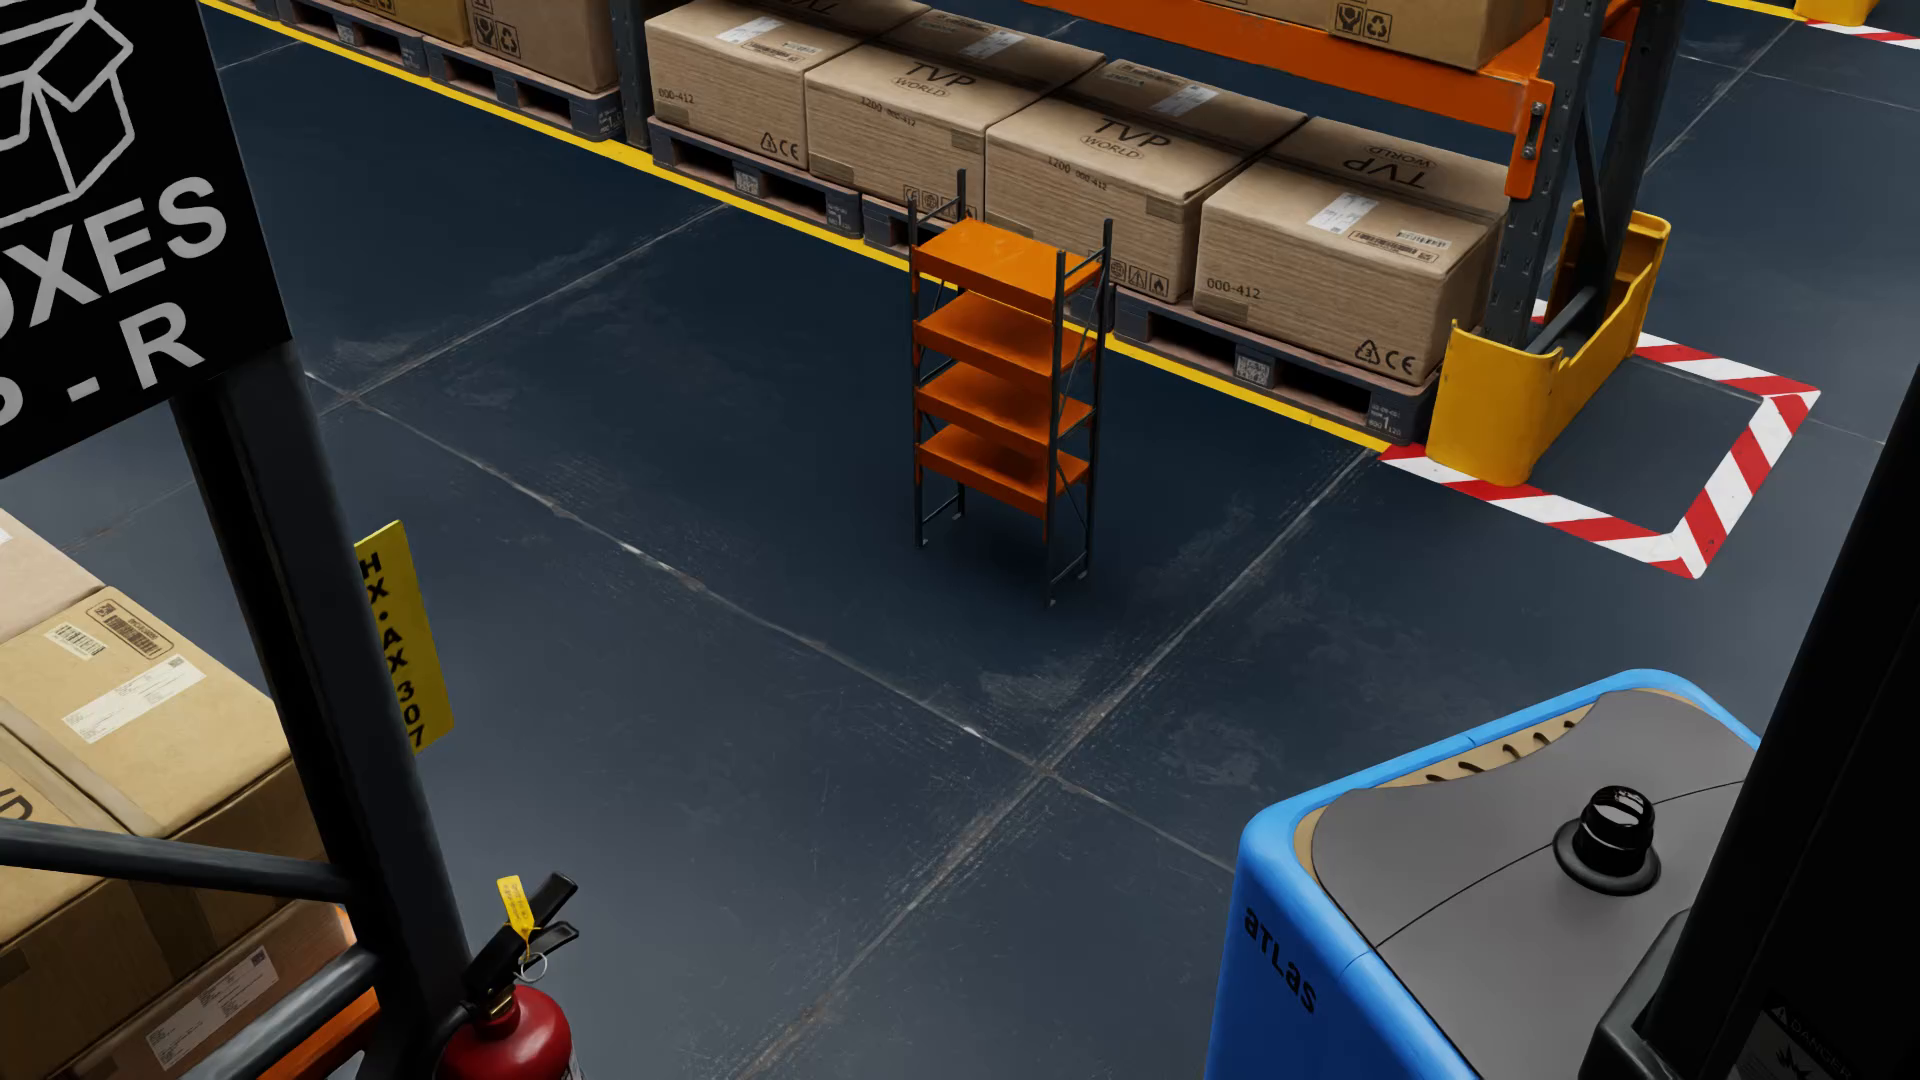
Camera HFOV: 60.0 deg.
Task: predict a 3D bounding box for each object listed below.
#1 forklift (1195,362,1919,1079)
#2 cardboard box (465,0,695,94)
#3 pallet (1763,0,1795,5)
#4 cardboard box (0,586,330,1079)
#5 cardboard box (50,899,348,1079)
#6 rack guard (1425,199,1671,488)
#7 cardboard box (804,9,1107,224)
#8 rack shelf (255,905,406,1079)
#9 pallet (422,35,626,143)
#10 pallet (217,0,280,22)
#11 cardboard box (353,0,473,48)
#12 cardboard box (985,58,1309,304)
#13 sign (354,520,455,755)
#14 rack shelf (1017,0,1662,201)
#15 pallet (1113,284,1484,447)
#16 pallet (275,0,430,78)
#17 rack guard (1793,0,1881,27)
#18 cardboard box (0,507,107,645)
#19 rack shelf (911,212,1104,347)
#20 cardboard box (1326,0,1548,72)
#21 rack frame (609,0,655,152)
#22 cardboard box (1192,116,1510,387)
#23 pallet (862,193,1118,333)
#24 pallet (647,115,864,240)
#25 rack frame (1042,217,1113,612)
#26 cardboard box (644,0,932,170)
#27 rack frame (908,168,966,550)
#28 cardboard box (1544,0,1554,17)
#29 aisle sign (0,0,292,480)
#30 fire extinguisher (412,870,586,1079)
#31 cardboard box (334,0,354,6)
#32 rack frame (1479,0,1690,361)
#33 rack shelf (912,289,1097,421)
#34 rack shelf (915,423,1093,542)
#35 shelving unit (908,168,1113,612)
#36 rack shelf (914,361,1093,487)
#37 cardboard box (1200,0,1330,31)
[{"bbox_3d":[1.560,0.867,1.765,1.130,2.935,3.031,-16,41,-20],"label":"forklift"},{"bbox_3d":[-1.699,-2.717,7.669,0.875,0.875,0.875,27,45,30],"label":"cardboard box"},{"bbox_3d":[4.263,-3.410,9.435,1.213,0.211,1.003,25,45,29],"label":"pallet"},{"bbox_3d":[-1.190,0.375,2.218,0.500,0.250,0.500,25,45,29],"label":"cardboard box"},{"bbox_3d":[-1.087,0.577,2.284,0.250,0.149,0.380,25,44,28],"label":"cardboard box"},{"bbox_3d":[2.039,-0.703,5.743,0.348,0.500,1.175,25,45,29],"label":"rack guard"},{"bbox_3d":[-0.013,-1.729,6.762,0.875,0.438,0.875,24,44,27],"label":"cardboard box"},{"bbox_3d":[-2.581,0.269,3.056,4.000,0.370,1.077,25,45,29],"label":"rack shelf"},{"bbox_3d":[-1.816,-2.349,8.079,1.213,0.211,1.003,25,45,29],"label":"pallet"},{"bbox_3d":[-3.754,-3.263,9.246,1.213,0.211,1.003,25,45,29],"label":"pallet"},{"bbox_3d":[-2.421,-3.051,8.097,0.875,0.875,0.875,27,45,30],"label":"cardboard box"},{"bbox_3d":[0.703,-1.390,6.330,0.875,0.438,0.875,27,45,30],"label":"cardboard box"},{"bbox_3d":[-0.663,0.129,1.950,0.005,0.325,0.100,25,45,29],"label":"sign"},{"bbox_3d":[0.431,-2.162,6.162,4.000,0.370,1.077,25,45,29],"label":"rack shelf"},{"bbox_3d":[1.337,-0.860,6.177,1.213,0.211,1.003,25,45,29],"label":"pallet"},{"bbox_3d":[-2.789,-2.806,8.662,1.213,0.211,1.003,25,45,29],"label":"pallet"},{"bbox_3d":[4.886,-3.203,8.935,0.348,0.500,1.175,25,45,29],"label":"rack guard"},{"bbox_3d":[-1.590,0.187,2.459,0.500,0.250,0.500,26,45,29],"label":"cardboard box"},{"bbox_3d":[0.132,-0.720,4.559,0.480,0.148,0.258,25,45,29],"label":"rack shelf"},{"bbox_3d":[1.476,-1.787,5.018,0.500,0.500,0.500,26,45,29],"label":"cardboard box"},{"bbox_3d":[-1.157,-3.195,6.897,0.127,3.000,1.000,25,45,29],"label":"rack frame"},{"bbox_3d":[1.435,-1.051,5.897,0.875,0.438,0.875,24,44,27],"label":"cardboard box"},{"bbox_3d":[0.372,-1.317,6.761,1.213,0.211,1.003,25,45,29],"label":"pallet"},{"bbox_3d":[-0.601,-1.774,7.344,1.213,0.211,1.003,25,45,29],"label":"pallet"},{"bbox_3d":[0.325,-0.319,4.684,0.015,1.200,0.240,25,45,29],"label":"rack frame"},{"bbox_3d":[-0.724,-2.064,7.190,0.875,0.438,0.875,25,44,28],"label":"cardboard box"},{"bbox_3d":[-0.062,-0.502,4.918,0.015,1.200,0.240,25,45,29],"label":"rack frame"},{"bbox_3d":[1.813,-2.056,5.362,0.500,0.500,0.500,25,44,28],"label":"cardboard box"},{"bbox_3d":[-0.760,-0.407,1.227,0.004,0.787,0.394,25,45,29],"label":"aisle sign"},{"bbox_3d":[-0.595,0.741,2.235,0.183,0.674,0.296,25,45,29],"label":"fire extinguisher"},{"bbox_3d":[-3.131,-3.386,8.525,0.875,0.875,0.875,26,45,29],"label":"cardboard box"},{"bbox_3d":[2.020,-1.697,4.984,0.127,3.000,1.000,25,45,29],"label":"rack frame"},{"bbox_3d":[0.131,-0.534,4.705,0.480,0.148,0.258,25,45,29],"label":"rack shelf"},{"bbox_3d":[0.131,-0.201,4.965,0.480,0.148,0.258,25,45,29],"label":"rack shelf"},{"bbox_3d":[0.131,-0.410,4.801,0.503,1.200,0.258,25,45,29],"label":"shelving unit"},{"bbox_3d":[0.131,-0.357,4.842,0.480,0.148,0.258,25,45,29],"label":"rack shelf"},{"bbox_3d":[1.086,-1.982,5.268,0.500,0.500,0.500,24,44,28],"label":"cardboard box"}]
